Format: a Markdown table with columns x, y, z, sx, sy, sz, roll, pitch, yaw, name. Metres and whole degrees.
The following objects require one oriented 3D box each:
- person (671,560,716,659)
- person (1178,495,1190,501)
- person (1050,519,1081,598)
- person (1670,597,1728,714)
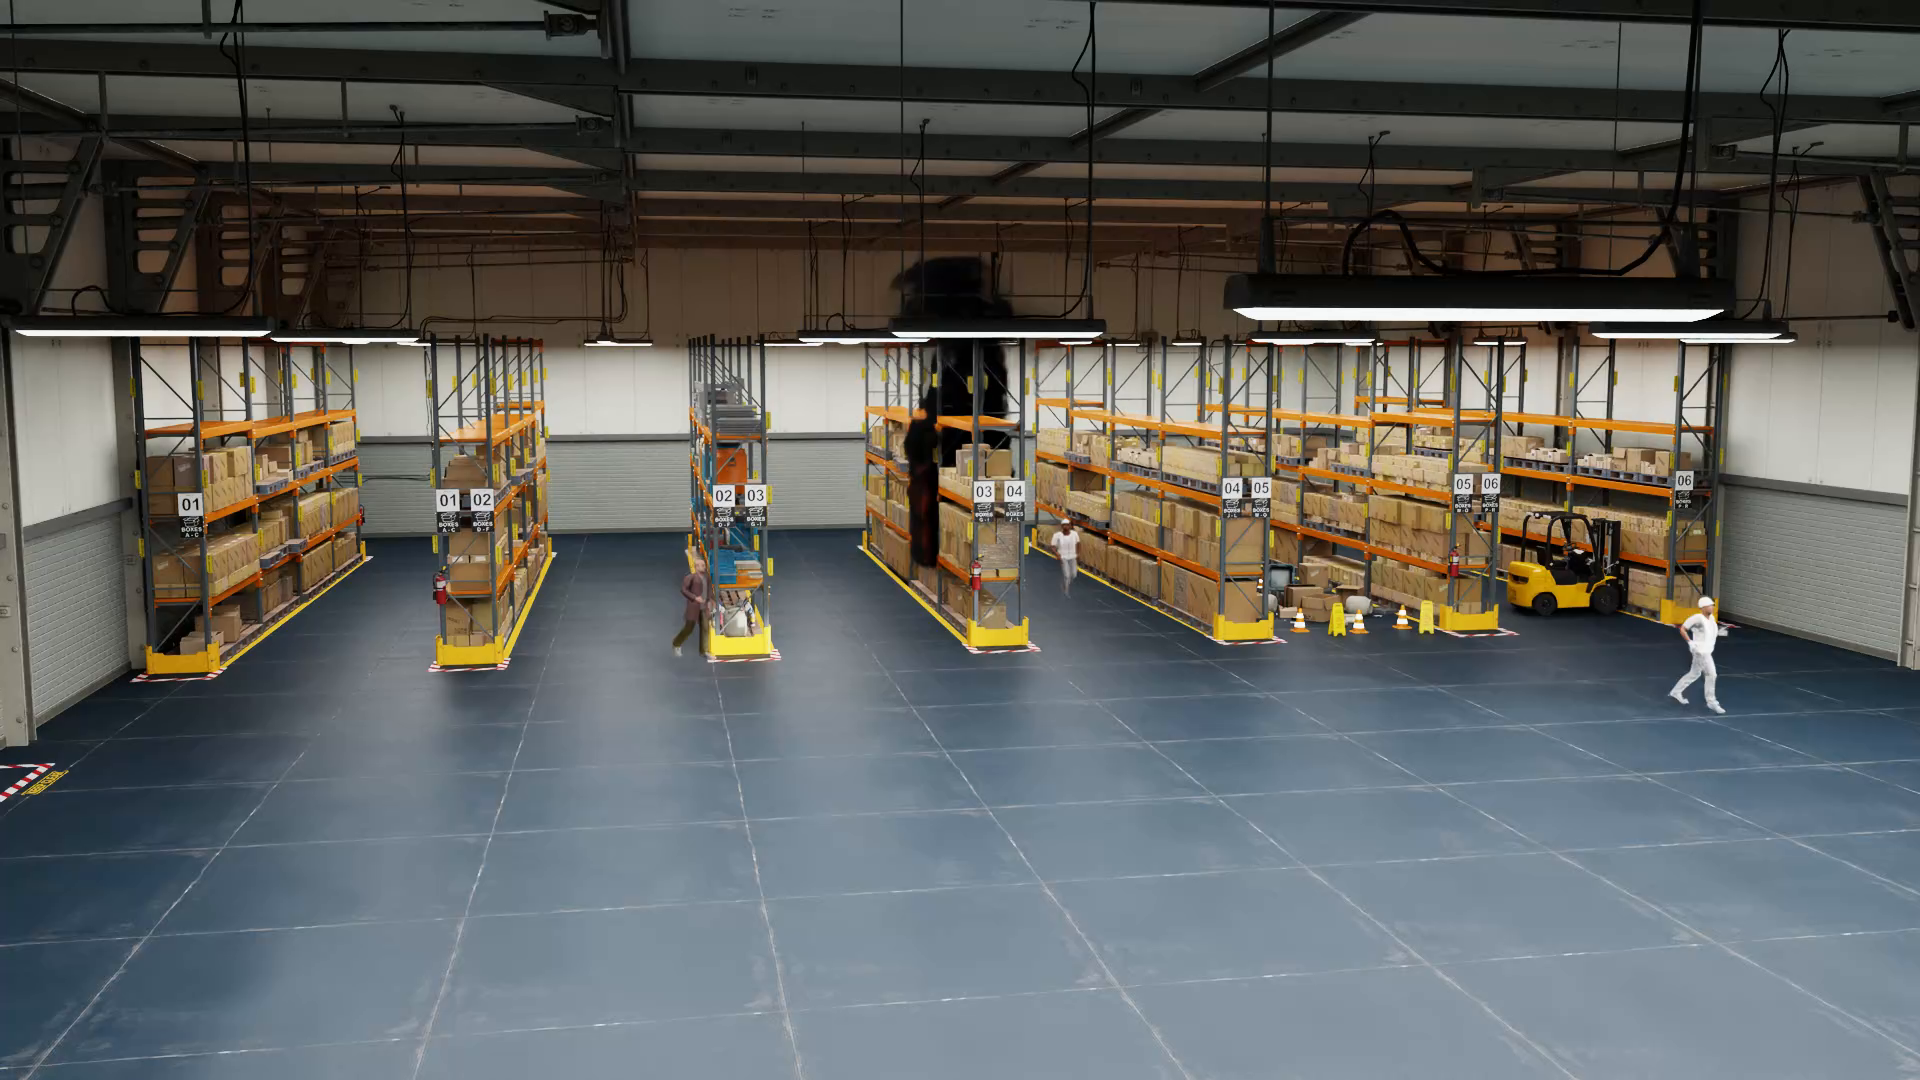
| x | y | z | sx | sy | sz | roll | pitch | yaw | name |
| --- | --- | --- | --- | --- | --- | --- | --- | --- | --- |
| -4.742 | 1.240 | 30.245 | 0.974 | 1.762 | 0.773 | 5 | 8 | 38 | person |
| 6.861 | -0.885 | 50.871 | 0.661 | 1.573 | 0.549 | 0 | 7 | -2 | person |
| 2.342 | 0.400 | 36.477 | 0.698 | 1.740 | 0.500 | -2 | 7 | -14 | person |
| 11.810 | 1.805 | 26.507 | 0.877 | 1.827 | 0.655 | 5 | 8 | 37 | person |
